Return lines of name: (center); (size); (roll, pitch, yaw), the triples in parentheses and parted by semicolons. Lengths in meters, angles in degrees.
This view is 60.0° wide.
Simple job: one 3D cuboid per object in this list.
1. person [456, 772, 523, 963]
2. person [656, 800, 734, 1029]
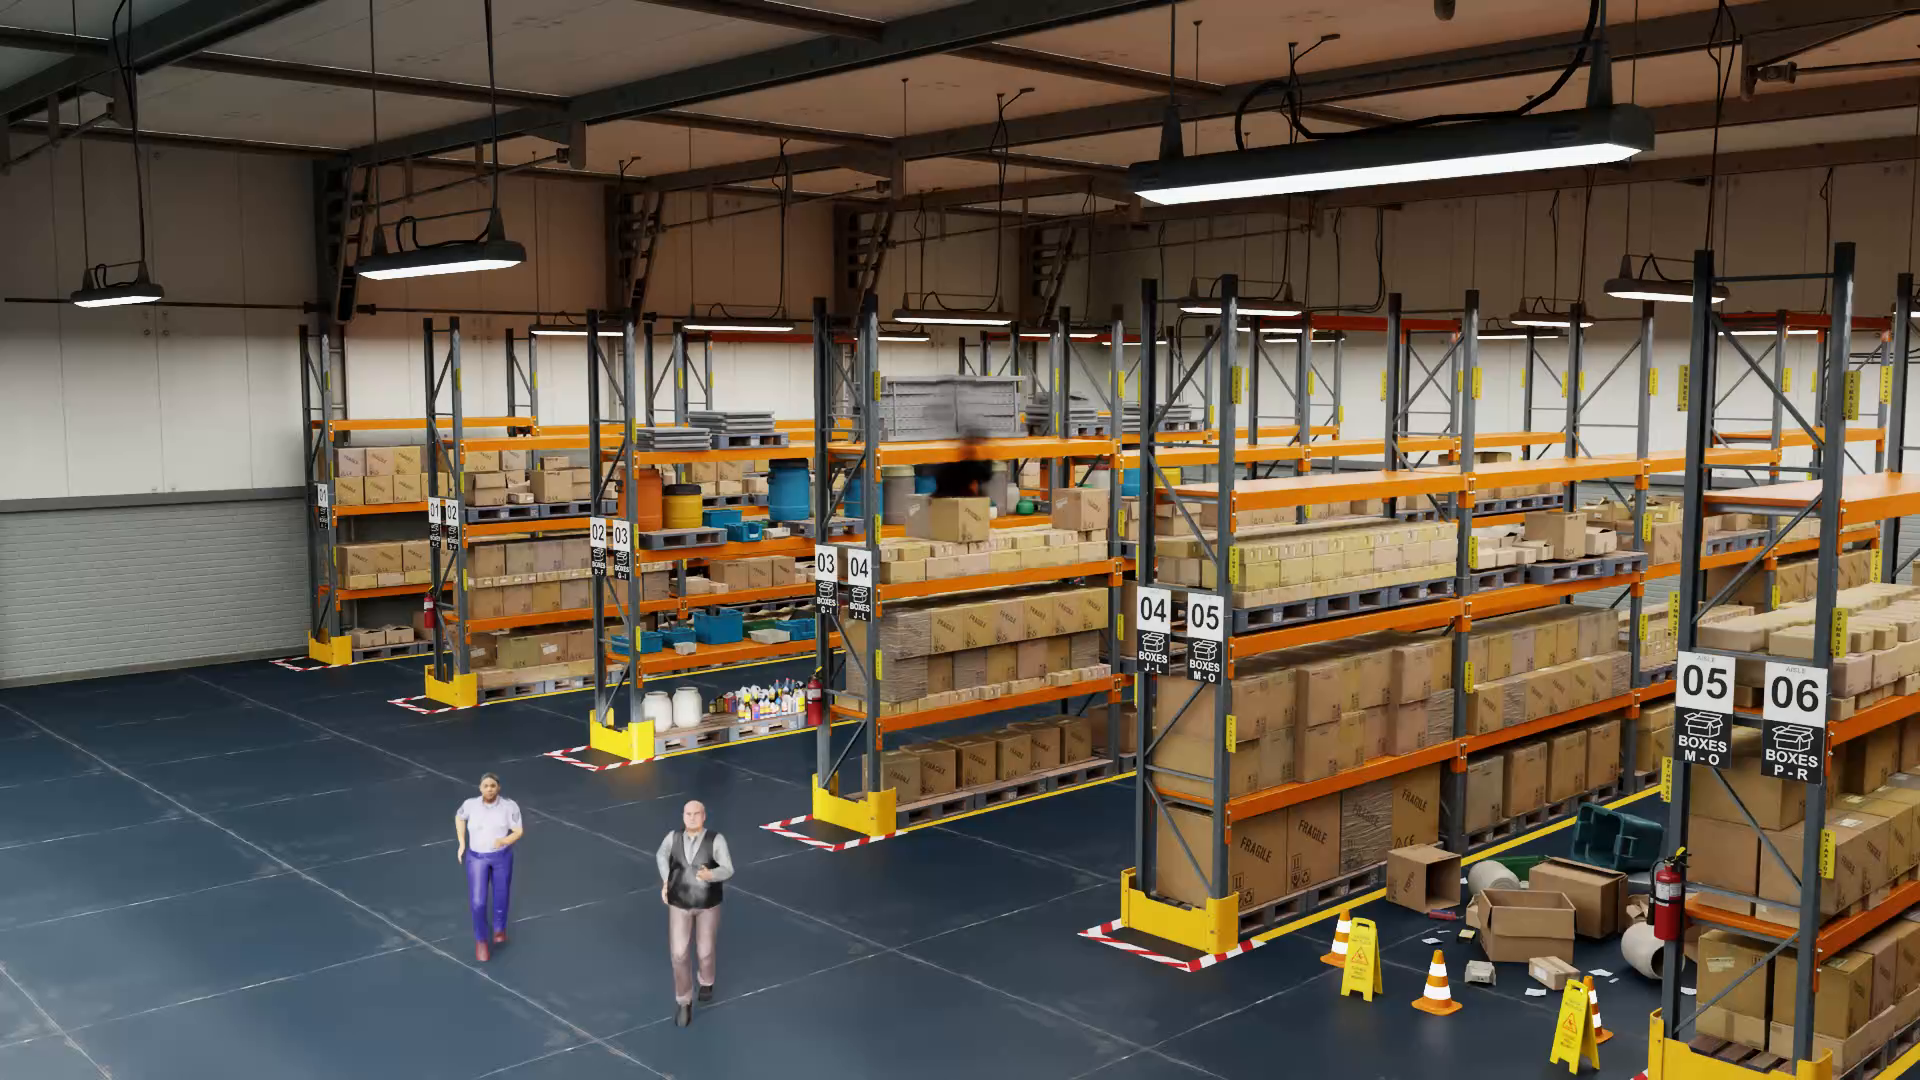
person: (-4.149, 2.883, 14.704); (0.558, 1.675, 0.783); (-2, 6, -17)
person: (-2.128, 2.971, 13.335); (0.639, 1.781, 0.724); (0, 6, -4)
